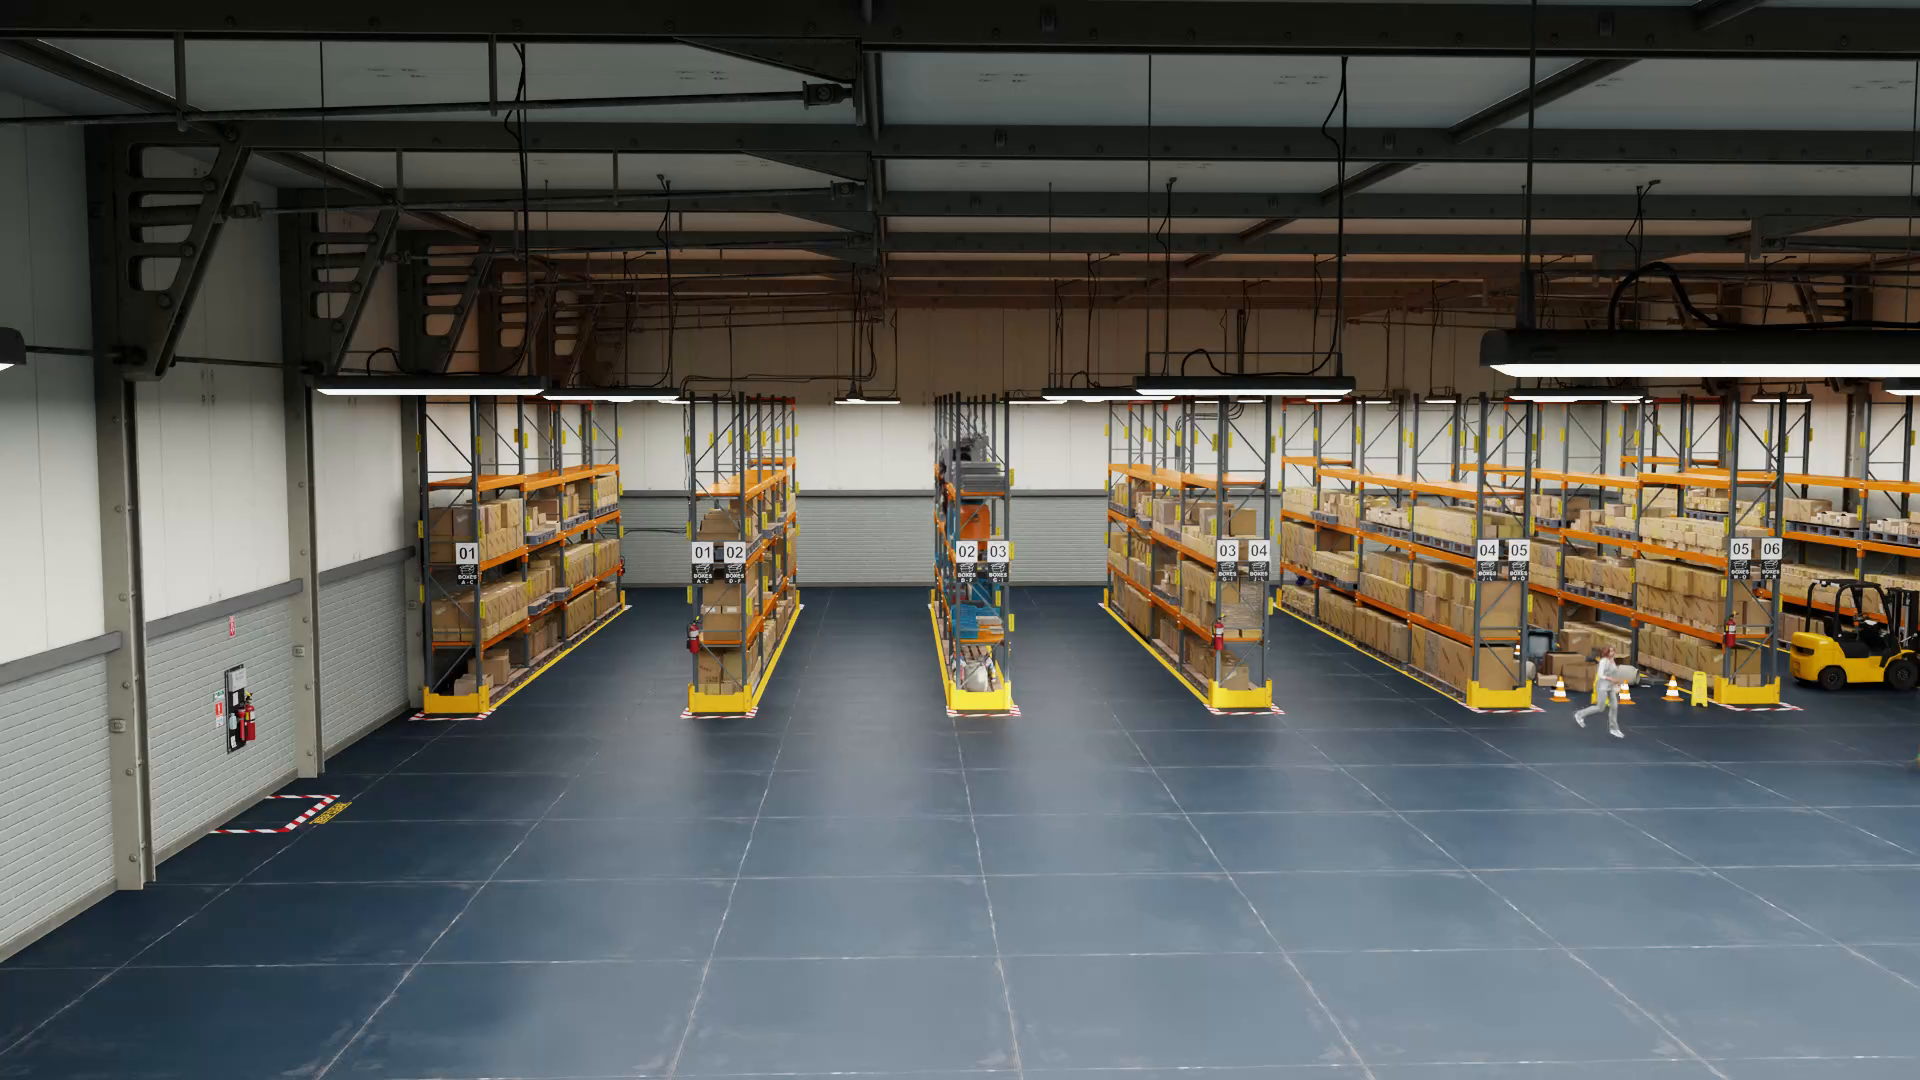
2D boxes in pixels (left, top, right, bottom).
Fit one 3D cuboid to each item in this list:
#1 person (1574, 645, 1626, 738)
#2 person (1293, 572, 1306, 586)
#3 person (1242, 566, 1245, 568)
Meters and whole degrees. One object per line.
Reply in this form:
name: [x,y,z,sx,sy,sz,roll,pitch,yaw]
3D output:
person: [11.212,2.611,29.017,0.550,1.599,0.859,-4,6,-44]
person: [10.112,1.018,49.084,0.711,1.587,0.713,3,5,29]
person: [8.098,1.031,48.211,0.814,1.690,0.664,-3,5,-33]
